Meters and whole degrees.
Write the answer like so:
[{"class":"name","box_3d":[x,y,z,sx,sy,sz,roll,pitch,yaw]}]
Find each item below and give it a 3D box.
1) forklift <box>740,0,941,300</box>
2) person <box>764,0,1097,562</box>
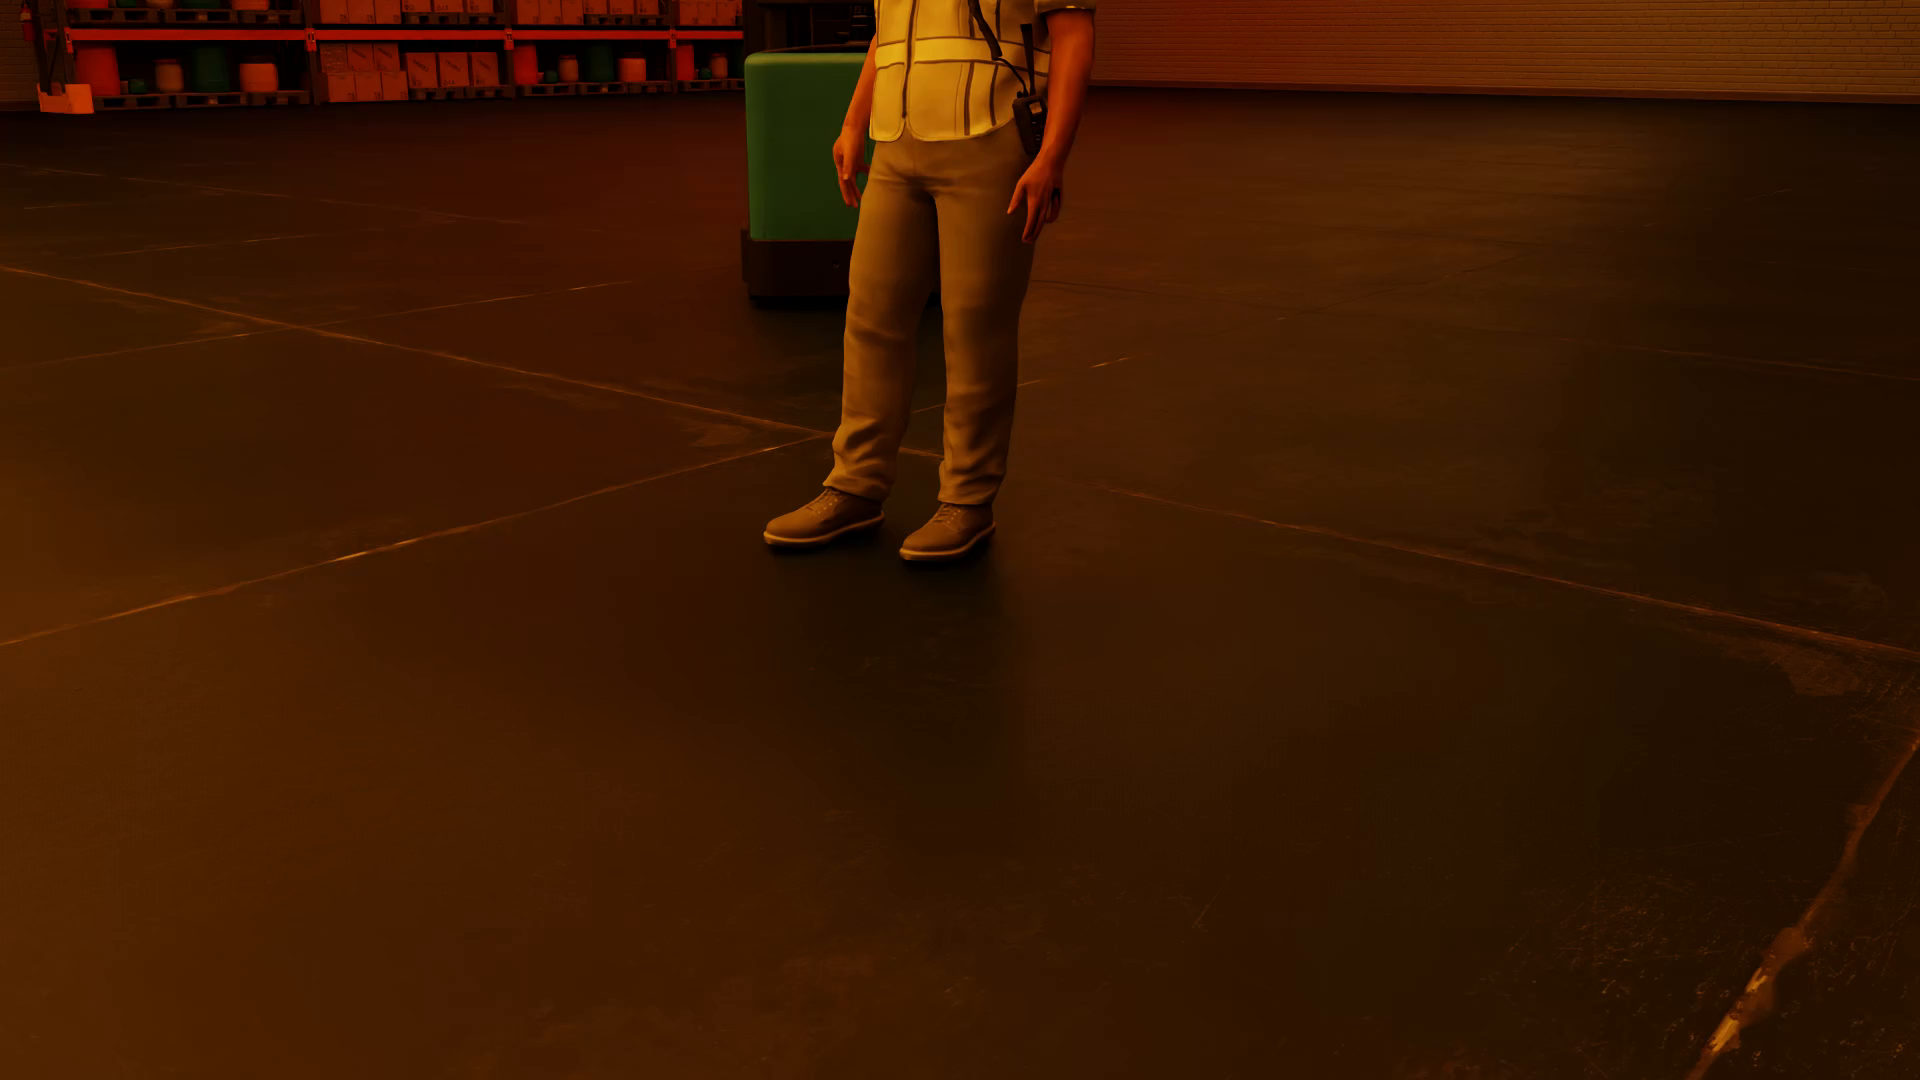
[{"class":"forklift","box_3d":[-0.531,-2.827,8.206,1.130,2.935,3.031,-2,17,-5]},{"class":"person","box_3d":[-0.059,-0.845,3.630,0.641,1.780,0.574,13,21,37]}]
